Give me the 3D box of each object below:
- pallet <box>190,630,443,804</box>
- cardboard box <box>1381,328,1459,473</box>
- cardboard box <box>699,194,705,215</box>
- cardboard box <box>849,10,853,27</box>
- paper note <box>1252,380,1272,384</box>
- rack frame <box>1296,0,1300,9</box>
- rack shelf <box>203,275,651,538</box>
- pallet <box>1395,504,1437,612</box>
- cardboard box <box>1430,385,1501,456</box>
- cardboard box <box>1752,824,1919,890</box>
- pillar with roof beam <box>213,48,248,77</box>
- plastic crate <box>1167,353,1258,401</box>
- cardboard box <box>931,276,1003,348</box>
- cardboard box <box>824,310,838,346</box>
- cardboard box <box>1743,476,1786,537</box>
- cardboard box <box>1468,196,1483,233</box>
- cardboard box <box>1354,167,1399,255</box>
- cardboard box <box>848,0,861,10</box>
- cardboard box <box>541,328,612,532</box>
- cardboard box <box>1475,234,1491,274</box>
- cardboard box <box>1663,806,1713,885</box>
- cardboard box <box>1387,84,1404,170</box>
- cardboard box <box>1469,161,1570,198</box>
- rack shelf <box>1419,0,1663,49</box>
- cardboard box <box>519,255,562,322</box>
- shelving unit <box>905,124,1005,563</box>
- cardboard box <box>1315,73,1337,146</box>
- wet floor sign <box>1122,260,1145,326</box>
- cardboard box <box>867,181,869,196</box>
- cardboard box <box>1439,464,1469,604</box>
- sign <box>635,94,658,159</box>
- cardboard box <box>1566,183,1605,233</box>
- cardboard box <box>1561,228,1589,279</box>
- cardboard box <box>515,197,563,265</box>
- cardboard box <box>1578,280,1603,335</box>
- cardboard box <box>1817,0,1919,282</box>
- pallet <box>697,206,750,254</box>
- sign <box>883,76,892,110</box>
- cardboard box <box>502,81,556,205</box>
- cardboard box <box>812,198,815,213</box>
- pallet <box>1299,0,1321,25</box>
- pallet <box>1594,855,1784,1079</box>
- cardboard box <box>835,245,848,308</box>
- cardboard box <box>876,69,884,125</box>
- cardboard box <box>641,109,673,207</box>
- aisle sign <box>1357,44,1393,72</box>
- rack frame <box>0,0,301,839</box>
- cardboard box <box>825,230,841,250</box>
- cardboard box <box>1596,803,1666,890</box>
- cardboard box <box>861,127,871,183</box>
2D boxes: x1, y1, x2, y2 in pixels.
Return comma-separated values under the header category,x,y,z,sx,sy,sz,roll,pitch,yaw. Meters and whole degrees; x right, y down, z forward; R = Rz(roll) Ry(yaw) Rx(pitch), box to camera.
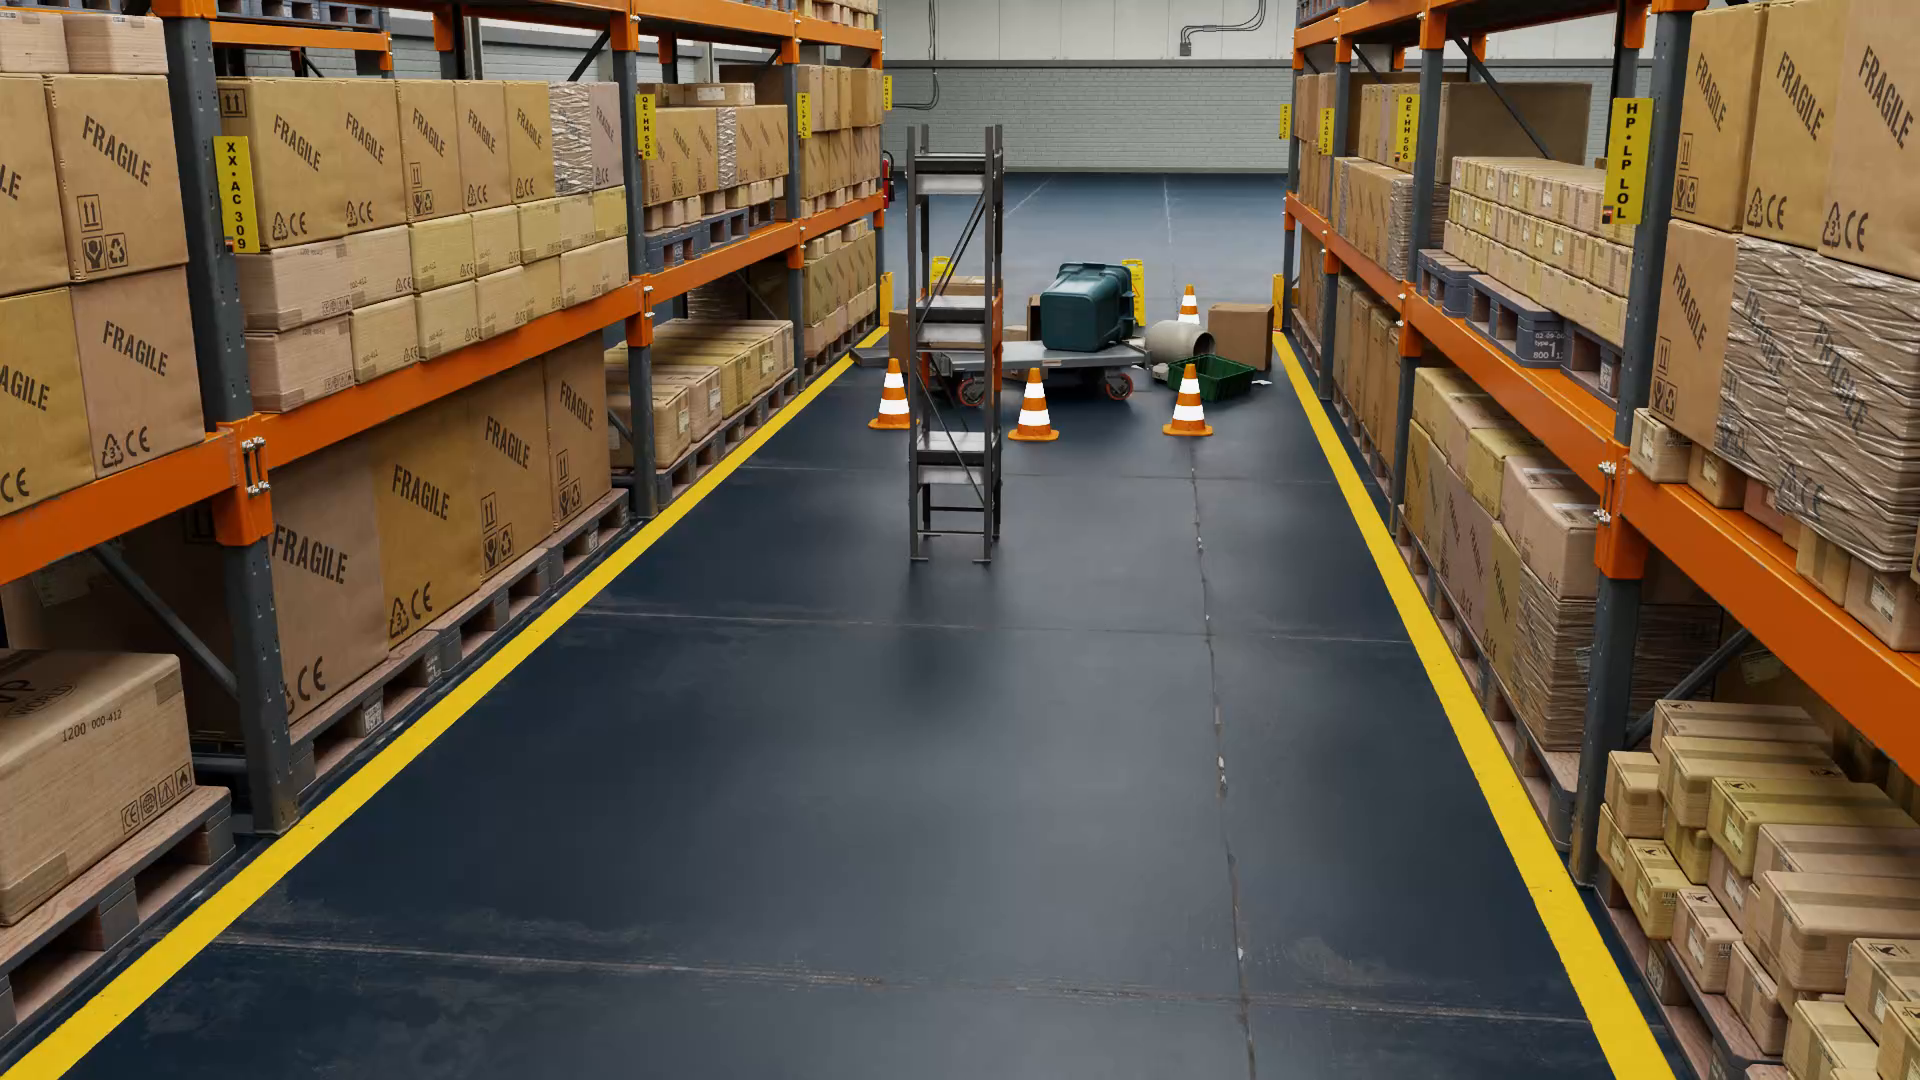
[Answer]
category,x,y,z,sx,sy,sz,roll,pitch,yaw
pallet,-2.604,0.599,6.041,1.003,0.211,1.213,2,15,6
cardboard box,2.923,-0.734,9.136,1.050,0.750,0.750,1,15,5
cardboard box,-1.807,-2.094,10.336,0.380,0.149,0.250,2,15,8
cardboard box,-1.159,-4.619,14.734,0.380,0.149,0.250,2,15,6
paper note,2.393,-1.268,13.291,0.147,0.020,0.142,-10,18,-32
rack frame,3.668,-6.433,15.213,1.000,3.000,0.127,2,15,6
rack shelf,-2.390,-0.716,6.941,1.077,0.370,4.000,2,15,6
pallet,2.676,0.086,7.938,1.003,0.211,1.213,2,15,6
cardboard box,2.390,-0.517,7.375,0.500,0.250,0.500,2,15,6
cardboard box,1.993,0.750,3.660,0.380,0.149,0.250,1,15,5
pillar with roof beam,-2.891,-6.417,15.154,9.100,9.000,0.400,2,15,6
plastic crate,1.935,-1.254,12.829,0.450,0.188,0.662,22,25,31
cardboard box,0.059,-1.733,12.664,0.500,0.500,0.500,2,15,6
cardboard box,-1.329,-1.779,13.956,0.500,0.250,0.500,3,15,9
cardboard box,2.024,-0.100,3.766,0.380,0.149,0.250,1,15,4
cardboard box,2.456,-1.428,7.304,0.380,0.149,0.250,1,15,5
cardboard box,2.717,-2.027,10.221,0.500,0.500,0.500,2,15,7
cardboard box,-1.164,-4.770,14.527,0.500,0.250,0.500,2,15,8
cardboard box,-2.325,-0.582,8.334,0.875,0.875,0.875,2,15,6
cardboard box,2.425,-1.224,7.119,0.380,0.149,0.250,2,15,9
cardboard box,2.016,0.758,4.200,0.380,0.149,0.250,2,15,7
cardboard box,2.995,-2.506,10.077,0.700,0.500,0.500,2,15,6
cardboard box,2.461,-1.583,7.309,0.380,0.149,0.250,2,15,6
rack shelf,2.540,-2.044,6.107,1.077,0.370,4.000,2,15,6
cardboard box,-2.078,-1.108,7.299,0.500,0.250,0.500,2,15,6
shelving unit,-0.019,-0.971,8.229,0.431,2.100,0.503,2,15,6
cardboard box,3.239,-3.334,12.890,0.875,0.550,0.550,2,15,6
wet floor sign,1.704,-2.466,16.547,0.267,0.644,0.232,-1,15,-3
cardboard box,-1.060,-3.297,15.591,0.380,0.149,0.250,1,15,5
cardboard box,2.325,-0.019,6.968,0.500,0.500,0.500,1,15,5
sign,-1.613,-2.125,8.557,0.100,0.325,0.005,2,15,6
cardboard box,2.255,-1.108,5.550,0.380,0.149,0.250,2,15,6
cardboard box,2.249,-0.963,5.582,0.380,0.149,0.250,1,15,4
cardboard box,-2.058,-1.351,7.242,0.500,0.250,0.500,1,15,5
cardboard box,2.221,-0.747,5.355,0.380,0.149,0.250,2,15,6
cardboard box,1.890,-0.725,2.919,0.500,0.500,0.500,2,15,7
pallet,-1.982,-2.004,10.694,1.003,0.211,1.213,2,15,6
sign,-0.713,-4.347,16.167,0.100,0.325,0.005,2,15,6
cardboard box,-2.075,-1.709,7.129,0.500,0.500,0.500,2,15,6
cardboard box,-1.382,-2.707,13.408,0.380,0.149,0.250,2,15,6
pallet,3.595,-4.750,14.904,1.003,0.211,1.213,2,15,6
pallet,2.273,1.097,4.202,1.003,0.211,1.213,2,15,6
cardboard box,-1.269,-2.275,14.357,0.500,0.500,0.500,3,15,9
cardboard box,-1.103,-4.192,15.743,0.700,0.500,0.500,1,15,5
cardboard box,-1.884,-2.086,9.065,0.500,0.500,0.500,1,15,5
aisle sign,3.974,-4.802,15.692,0.394,0.787,0.004,2,15,6
rack frame,-2.616,-0.544,4.929,1.000,3.000,0.127,2,15,6
cardboard box,-1.221,-2.549,14.125,0.380,0.149,0.250,3,15,9
cardboard box,1.954,0.834,4.490,0.380,0.149,0.250,1,15,4
cardboard box,-1.110,-3.570,15.357,0.500,0.500,0.500,2,15,6
